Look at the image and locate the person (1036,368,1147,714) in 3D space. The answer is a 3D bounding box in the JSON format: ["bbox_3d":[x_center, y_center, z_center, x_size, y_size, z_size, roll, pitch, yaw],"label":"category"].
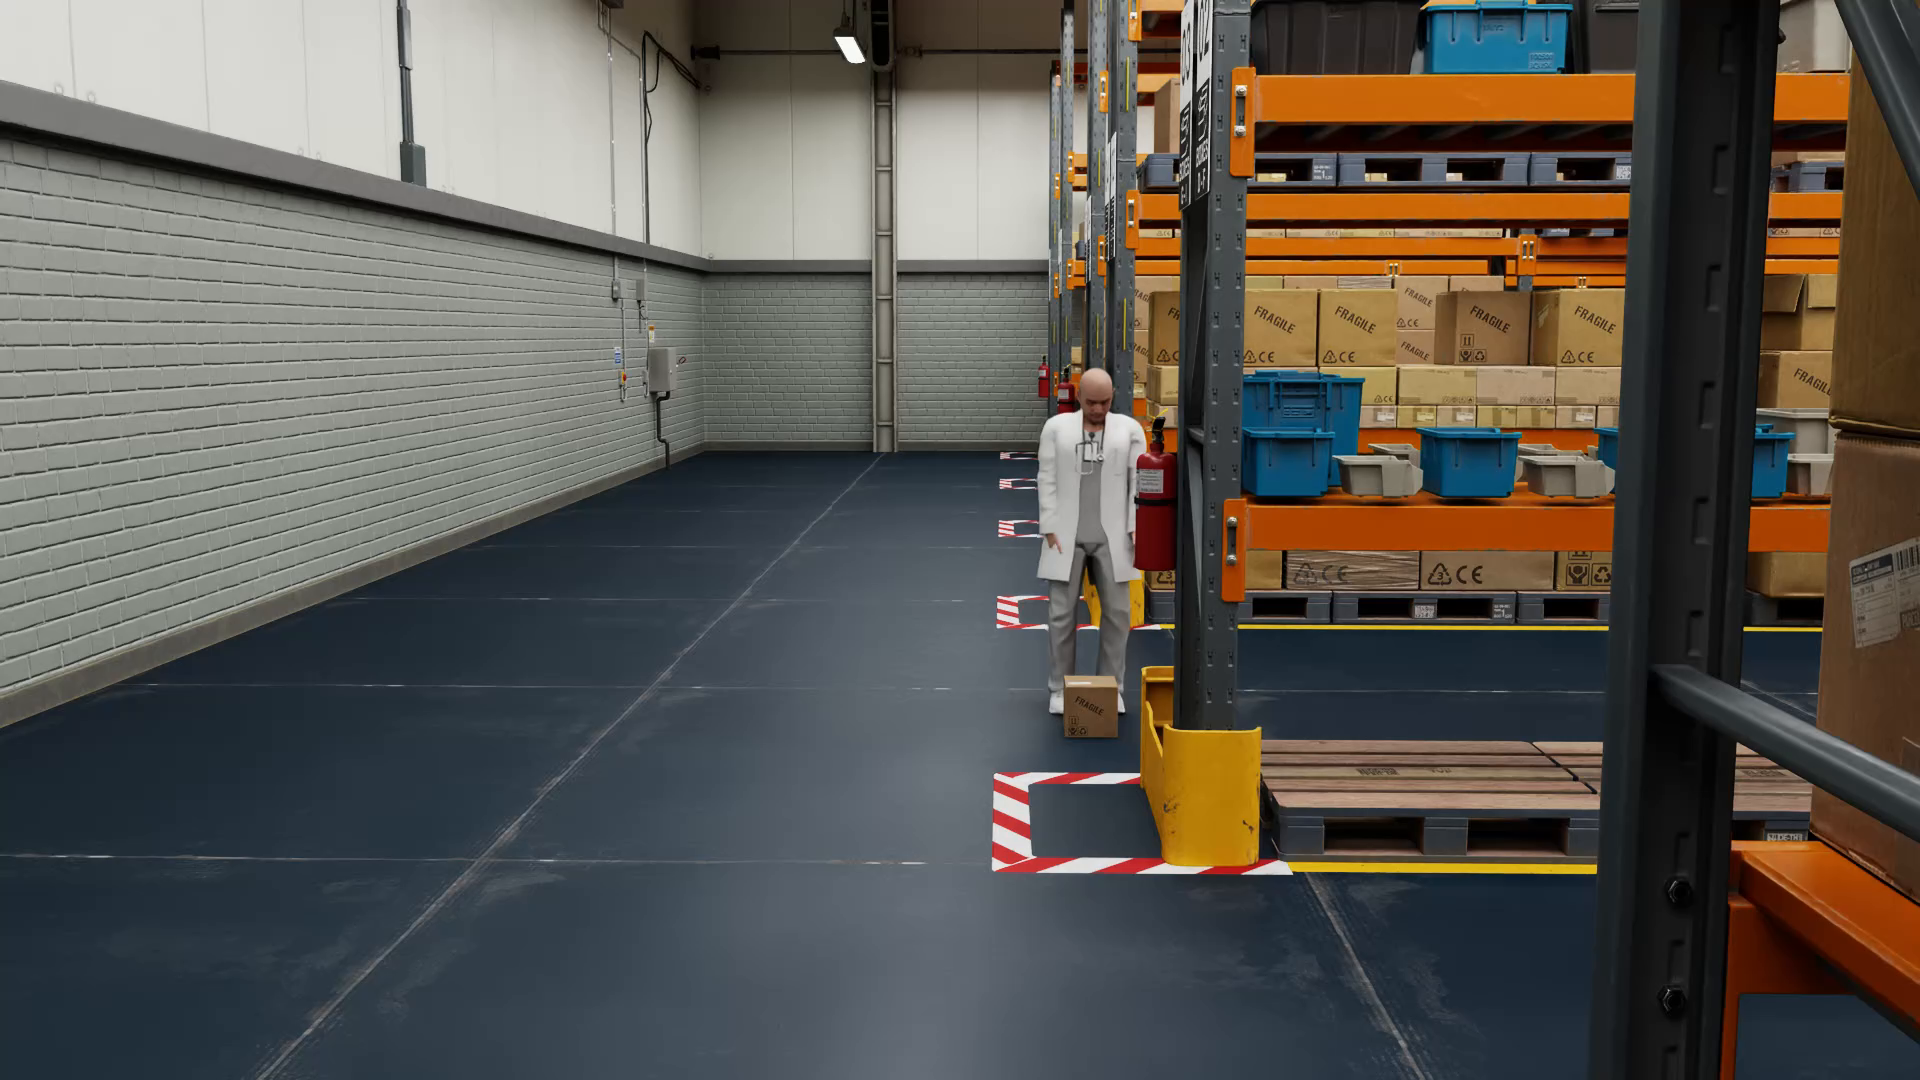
[{"bbox_3d":[0.677,0.007,8.448,0.579,1.747,0.395,0,7,3],"label":"person"}]
